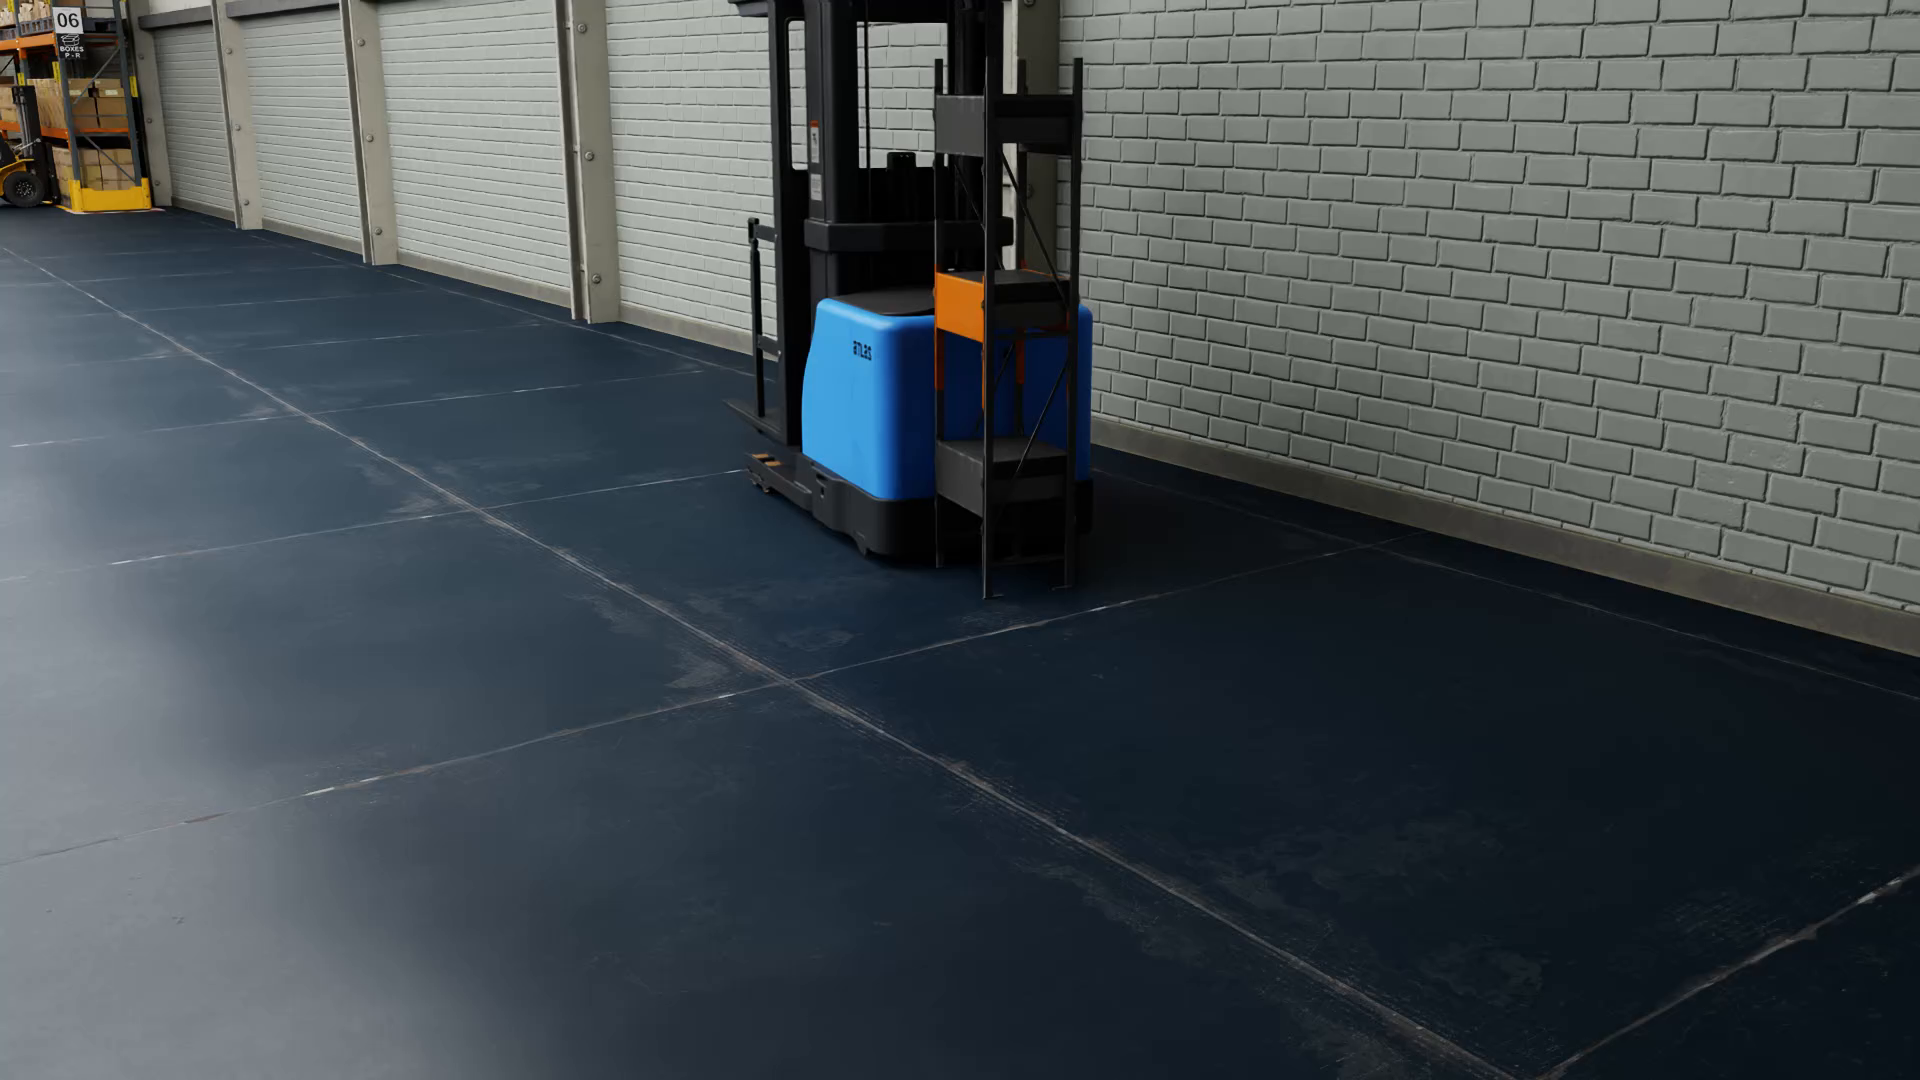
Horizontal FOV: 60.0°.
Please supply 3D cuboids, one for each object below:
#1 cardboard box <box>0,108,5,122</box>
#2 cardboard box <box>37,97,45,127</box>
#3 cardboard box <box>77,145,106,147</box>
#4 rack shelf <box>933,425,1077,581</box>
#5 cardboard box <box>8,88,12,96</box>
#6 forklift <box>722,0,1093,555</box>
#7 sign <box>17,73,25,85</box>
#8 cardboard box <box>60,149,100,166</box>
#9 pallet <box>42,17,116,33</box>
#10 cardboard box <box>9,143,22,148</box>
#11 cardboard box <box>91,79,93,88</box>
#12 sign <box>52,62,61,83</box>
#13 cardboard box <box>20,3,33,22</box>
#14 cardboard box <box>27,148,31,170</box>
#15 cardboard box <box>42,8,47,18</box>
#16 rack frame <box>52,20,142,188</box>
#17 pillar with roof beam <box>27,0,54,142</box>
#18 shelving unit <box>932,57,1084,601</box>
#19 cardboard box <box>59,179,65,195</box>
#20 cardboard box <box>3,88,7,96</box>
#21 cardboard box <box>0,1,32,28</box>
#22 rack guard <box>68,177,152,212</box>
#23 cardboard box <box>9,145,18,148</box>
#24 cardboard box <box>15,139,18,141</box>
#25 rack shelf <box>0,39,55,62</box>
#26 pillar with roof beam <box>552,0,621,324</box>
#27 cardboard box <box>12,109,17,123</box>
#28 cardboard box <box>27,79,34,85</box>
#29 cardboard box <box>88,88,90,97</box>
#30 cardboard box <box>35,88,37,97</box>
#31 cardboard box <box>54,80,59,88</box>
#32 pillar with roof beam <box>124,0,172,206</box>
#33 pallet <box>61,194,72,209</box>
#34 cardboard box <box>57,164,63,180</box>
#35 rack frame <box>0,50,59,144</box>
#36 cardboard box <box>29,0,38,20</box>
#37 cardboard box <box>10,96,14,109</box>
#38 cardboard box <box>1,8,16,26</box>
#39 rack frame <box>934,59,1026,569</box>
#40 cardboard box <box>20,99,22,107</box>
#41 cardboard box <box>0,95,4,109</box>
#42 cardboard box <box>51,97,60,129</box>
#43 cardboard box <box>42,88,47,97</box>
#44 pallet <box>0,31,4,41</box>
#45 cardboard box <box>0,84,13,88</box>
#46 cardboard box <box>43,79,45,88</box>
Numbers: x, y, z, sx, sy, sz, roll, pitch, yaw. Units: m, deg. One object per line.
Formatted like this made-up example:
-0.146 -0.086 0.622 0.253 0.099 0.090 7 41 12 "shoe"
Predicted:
-18.747 -8.451 33.056 0.500 0.250 0.500 -11 19 -34 "cardboard box"
-15.791 -7.498 29.101 0.500 0.500 0.500 -11 19 -35 "cardboard box"
-15.416 -6.870 29.512 0.500 0.250 0.500 -11 19 -34 "cardboard box"
0.181 -0.163 6.897 0.431 0.518 0.480 -7 17 -23 "rack shelf"
-17.833 -8.514 31.585 0.380 0.149 0.250 -11 19 -36 "cardboard box"
-0.466 -1.690 8.200 1.130 2.935 3.031 -7 17 -23 "forklift"
-16.892 -8.236 29.942 0.100 0.325 0.005 -11 19 -35 "sign"
-14.630 -6.356 27.637 0.500 0.250 0.500 -10 18 -33 "cardboard box"
-14.502 -8.507 27.461 1.003 0.211 1.213 -11 19 -35 "pallet"
-19.306 -8.032 33.951 0.380 0.149 0.250 -12 19 -37 "cardboard box"
-14.425 -7.673 27.945 0.380 0.149 0.250 -10 18 -33 "cardboard box"
-14.554 -7.539 26.798 0.100 0.325 0.005 -11 19 -35 "sign"
-16.167 -9.241 29.160 0.500 0.311 0.500 -10 18 -33 "cardboard box"
-17.225 -7.136 31.668 0.875 0.625 0.625 -11 19 -35 "cardboard box"
-14.840 -8.654 27.322 0.380 0.149 0.250 -12 19 -36 "cardboard box"
-14.107 -6.948 27.279 1.000 3.000 0.127 -11 19 -35 "rack frame"
-24.325 -12.024 34.462 9.100 9.000 0.400 -11 19 -35 "pillar with roof beam"
0.181 -0.851 6.709 0.431 2.100 0.503 -7 17 -23 "shelving unit"
-14.923 -5.983 28.167 0.500 0.250 0.500 -11 19 -35 "cardboard box"
-18.532 -8.796 32.612 0.380 0.149 0.250 -10 18 -33 "cardboard box"
-18.204 -10.117 32.002 0.700 0.500 0.500 -11 19 -36 "cardboard box"
-14.093 -5.737 27.590 1.175 0.500 0.348 -11 19 -35 "rack guard"
-18.455 -7.578 33.284 0.875 0.625 0.625 -10 18 -33 "cardboard box"
-20.404 -8.680 36.319 0.380 0.149 0.250 -11 19 -34 "cardboard box"
-17.635 -9.329 31.659 1.077 0.370 4.000 -11 19 -35 "rack shelf"
-6.686 -5.618 11.057 9.100 9.000 0.400 -11 19 -35 "pillar with roof beam"
-17.844 -8.123 31.857 0.500 0.250 0.500 -10 18 -33 "cardboard box"
-16.511 -8.192 29.845 0.380 0.149 0.250 -10 18 -33 "cardboard box"
-14.437 -7.520 27.950 0.380 0.149 0.250 -11 19 -36 "cardboard box"
-16.070 -7.884 29.280 0.380 0.149 0.250 -10 18 -33 "cardboard box"
-14.834 -7.596 27.664 0.380 0.149 0.250 -10 18 -33 "cardboard box"
-17.269 -9.462 25.100 9.100 9.000 0.400 -11 19 -35 "pillar with roof beam"
-14.590 -5.760 28.220 1.003 0.211 1.213 -11 19 -35 "pallet"
-14.932 -6.229 28.120 0.500 0.250 0.500 -11 19 -35 "cardboard box"
-18.811 -8.656 33.521 1.000 3.000 0.127 -11 19 -35 "rack frame"
-15.399 -9.117 28.342 0.797 0.503 0.637 -10 18 -33 "cardboard box"
-17.840 -8.365 31.795 0.500 0.250 0.500 -11 19 -34 "cardboard box"
-17.533 -9.737 30.972 0.500 0.311 0.500 -12 19 -36 "cardboard box"
0.082 -0.910 6.924 0.400 2.100 0.015 -7 17 -23 "rack frame"
-16.954 -8.036 30.592 0.500 0.250 0.500 -11 19 -36 "cardboard box"
-18.768 -8.688 32.975 0.500 0.250 0.500 -11 19 -35 "cardboard box"
-14.906 -7.173 27.911 0.500 0.500 0.500 -10 18 -33 "cardboard box"
-15.591 -7.721 28.685 0.380 0.149 0.250 -11 19 -36 "cardboard box"
-18.339 -9.881 32.671 1.213 0.211 1.003 -10 18 -32 "pallet"
-19.920 -9.228 34.620 0.797 0.503 0.637 -11 19 -36 "cardboard box"
-15.690 -7.930 28.885 0.380 0.149 0.250 -11 19 -35 "cardboard box"
